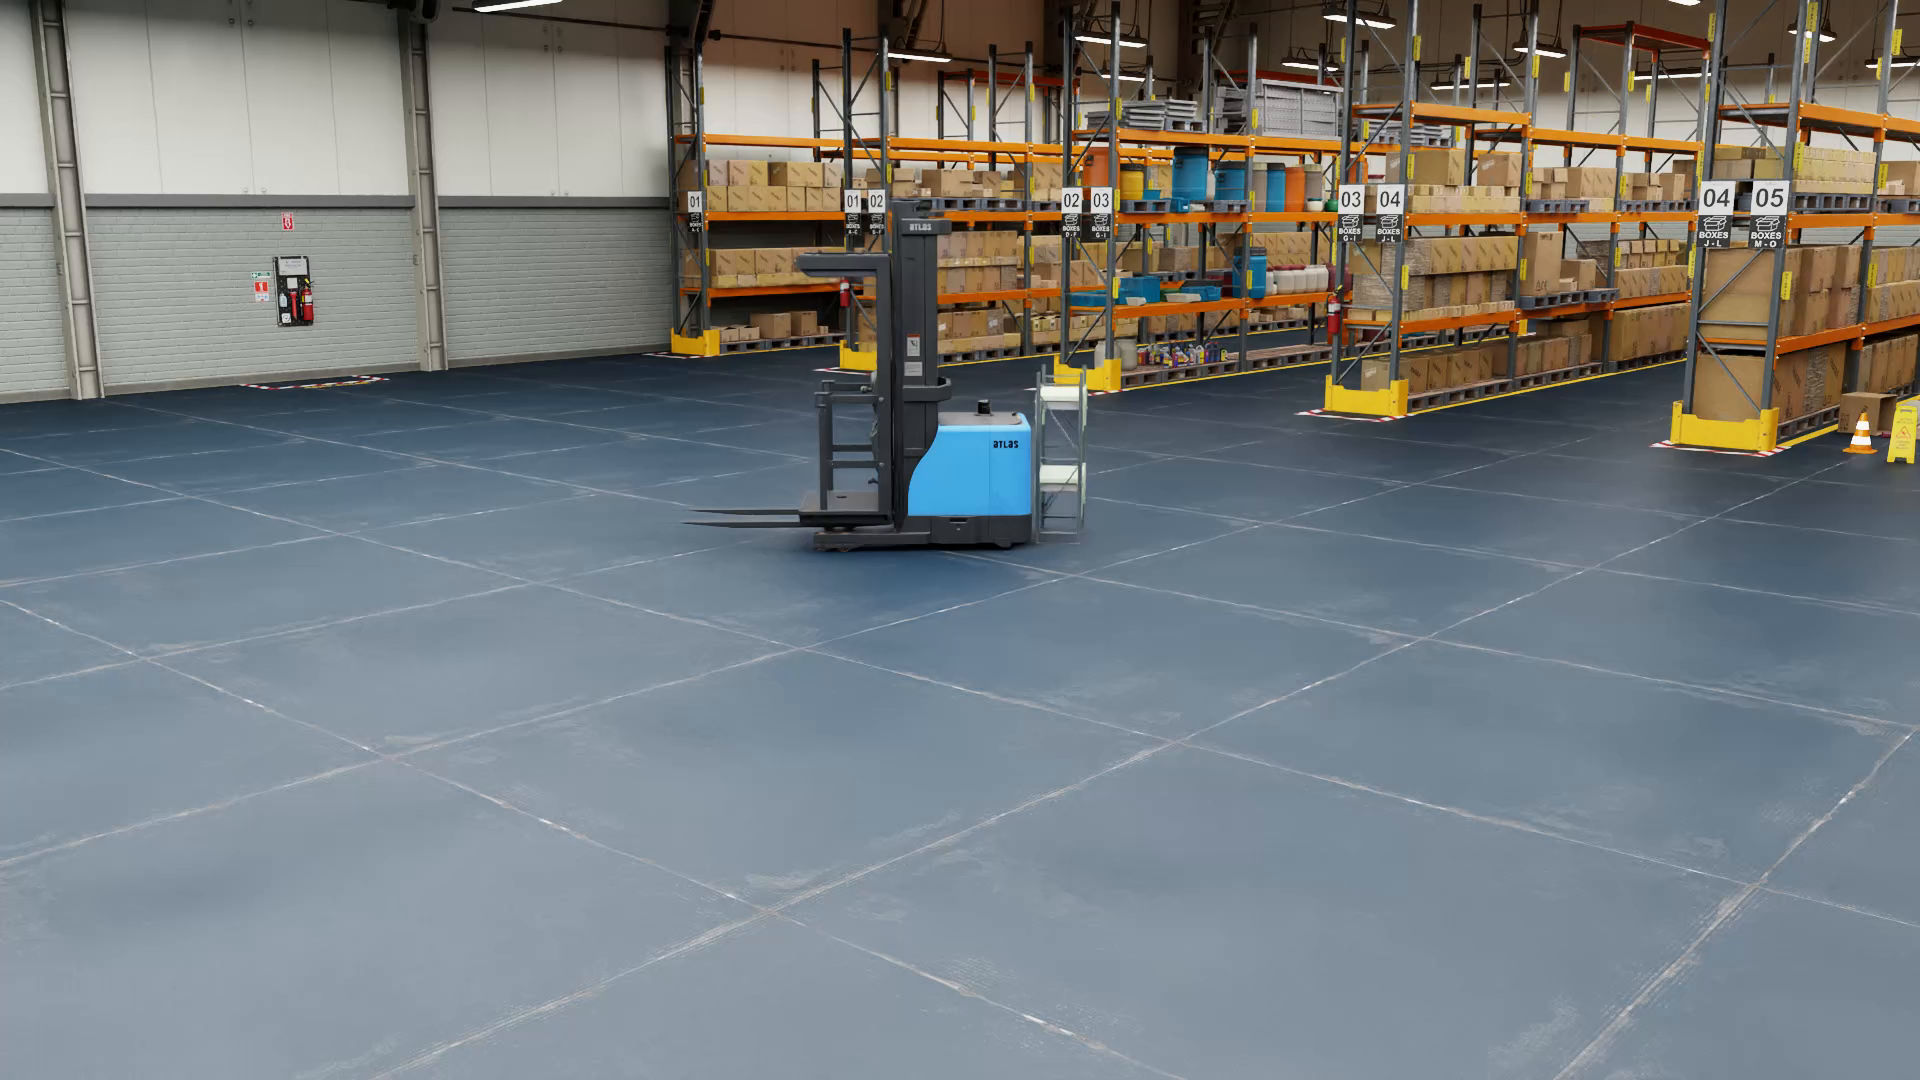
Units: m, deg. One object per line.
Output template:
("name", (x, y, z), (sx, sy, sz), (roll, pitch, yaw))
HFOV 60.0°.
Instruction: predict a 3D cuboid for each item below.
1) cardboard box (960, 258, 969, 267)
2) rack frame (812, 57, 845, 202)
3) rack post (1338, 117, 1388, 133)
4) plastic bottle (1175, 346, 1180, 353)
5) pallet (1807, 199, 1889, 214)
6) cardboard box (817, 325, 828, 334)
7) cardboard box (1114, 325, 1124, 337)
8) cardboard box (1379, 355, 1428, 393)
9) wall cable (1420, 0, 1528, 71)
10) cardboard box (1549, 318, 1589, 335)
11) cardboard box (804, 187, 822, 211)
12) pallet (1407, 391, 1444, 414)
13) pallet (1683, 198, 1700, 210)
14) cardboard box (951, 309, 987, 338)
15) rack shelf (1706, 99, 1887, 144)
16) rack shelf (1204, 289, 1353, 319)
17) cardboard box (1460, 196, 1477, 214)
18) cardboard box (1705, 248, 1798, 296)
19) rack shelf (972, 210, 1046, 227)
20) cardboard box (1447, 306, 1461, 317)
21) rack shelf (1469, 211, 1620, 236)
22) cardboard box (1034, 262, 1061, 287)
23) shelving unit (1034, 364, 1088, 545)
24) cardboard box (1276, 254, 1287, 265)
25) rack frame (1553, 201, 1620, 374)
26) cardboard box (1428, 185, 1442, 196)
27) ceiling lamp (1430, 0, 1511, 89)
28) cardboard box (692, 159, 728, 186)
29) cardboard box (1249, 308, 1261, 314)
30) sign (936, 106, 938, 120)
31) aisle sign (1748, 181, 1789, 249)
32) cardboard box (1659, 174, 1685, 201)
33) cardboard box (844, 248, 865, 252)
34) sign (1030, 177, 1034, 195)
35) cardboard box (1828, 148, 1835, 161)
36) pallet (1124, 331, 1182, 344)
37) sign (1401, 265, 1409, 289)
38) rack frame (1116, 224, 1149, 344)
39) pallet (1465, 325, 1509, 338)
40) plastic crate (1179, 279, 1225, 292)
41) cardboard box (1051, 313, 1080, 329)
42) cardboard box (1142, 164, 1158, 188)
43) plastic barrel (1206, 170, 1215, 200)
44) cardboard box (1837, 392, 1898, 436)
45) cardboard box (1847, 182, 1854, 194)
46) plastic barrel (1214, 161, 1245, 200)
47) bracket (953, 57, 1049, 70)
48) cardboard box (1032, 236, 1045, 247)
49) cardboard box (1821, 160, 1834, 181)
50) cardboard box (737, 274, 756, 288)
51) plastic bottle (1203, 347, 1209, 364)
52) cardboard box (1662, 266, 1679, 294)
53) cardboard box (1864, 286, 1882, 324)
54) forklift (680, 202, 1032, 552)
("cardboard box", (-0.051, -5.242, 31.386), (0.380, 0.149, 0.250), (10, 15, 42))
("rack frame", (-2.744, -8.750, 35.547), (1.000, 3.000, 0.127), (10, 15, 40))
("rack post", (7.786, -8.133, 32.648), (0.954, 0.300, 0.937), (10, 15, 40))
("plastic bottle", (3.848, -3.303, 29.435), (0.097, 0.271, 0.097), (0, 11, 0))
("pallet", (12.646, -4.749, 23.662), (0.805, 0.209, 1.217), (9, 14, 38))
("cardboard box", (-3.075, -4.552, 35.955), (0.380, 0.166, 0.250), (7, 14, 33))
("cardboard box", (3.118, -4.429, 35.178), (0.500, 0.250, 0.500), (10, 15, 40))
("cardboard box", (6.572, -2.461, 24.684), (0.500, 0.500, 0.500), (-7, 13, -33))
("wall cable", (13.536, -13.736, 43.931), (3.097, 2.526, 0.112), (10, 15, 40))
("cardboard box", (10.639, -3.731, 29.077), (0.500, 0.250, 0.500), (11, 15, 43))
("cardboard box", (-3.235, -7.159, 34.933), (0.500, 0.500, 0.500), (8, 14, 36))
("pallet", (6.391, -2.057, 24.473), (1.003, 0.211, 1.213), (10, 15, 40))
("pallet", (14.247, -6.611, 32.719), (1.003, 0.211, 1.213), (10, 15, 40))
("cardboard box", (0.172, -4.151, 31.871), (0.500, 0.500, 0.500), (10, 15, 40))
("rack shelf", (10.757, -5.330, 21.279), (1.077, 0.370, 4.000), (10, 15, 40))
("rack shelf", (6.018, -4.469, 31.265), (1.077, 0.370, 4.000), (10, 15, 40))
("cardboard box", (7.296, -4.960, 24.610), (0.500, 0.250, 0.500), (10, 15, 42))
("cardboard box", (9.711, -3.295, 20.411), (0.875, 0.550, 0.550), (10, 15, 40))
("rack shelf", (1.217, -7.809, 40.331), (1.077, 0.370, 4.000), (10, 15, 40))
("cardboard box", (7.208, -3.395, 24.691), (0.380, 0.149, 0.250), (10, 15, 40))
("rack shelf", (9.739, -5.300, 27.765), (1.077, 0.370, 4.000), (10, 15, 40))
("cardboard box", (1.846, -5.406, 33.864), (0.500, 0.500, 0.500), (-11, 16, -43))
("shelving unit", (0.896, -0.770, 14.738), (0.431, 1.500, 0.755), (1, 11, 6))
("cardboard box", (7.469, -6.583, 39.759), (0.500, 0.500, 0.500), (10, 15, 40))
("rack frame", (11.059, -4.476, 29.462), (1.000, 3.000, 0.127), (10, 15, 40))
("cardboard box", (6.685, -5.012, 23.853), (0.380, 0.149, 0.250), (11, 15, 43))
("ceiling lamp", (12.549, -12.809, 40.966), (2.000, 3.185, 0.800), (10, 15, 40))
("cardboard box", (-4.948, -7.265, 32.911), (0.500, 0.500, 0.500), (8, 14, 36))
("cardboard box", (6.918, -5.474, 40.200), (0.500, 0.311, 0.500), (10, 15, 40))
("sign", (-0.523, -9.946, 38.743), (0.100, 0.325, 0.005), (10, 15, 40))
("aisle sign", (9.616, -3.868, 19.783), (0.394, 0.787, 0.004), (10, 15, 40))
("cardboard box", (13.324, -6.704, 31.630), (0.700, 0.500, 0.500), (10, 15, 42))
("cardboard box", (-2.382, -6.144, 36.435), (0.700, 0.500, 0.500), (10, 15, 41))
("sign", (1.397, -6.860, 32.220), (0.100, 0.325, 0.005), (10, 15, 40))
("cardboard box", (10.736, -4.831, 20.861), (0.380, 0.149, 0.250), (10, 15, 40))
("pallet", (4.141, -4.495, 36.676), (1.003, 0.211, 1.213), (10, 15, 40))
("sign", (6.186, -3.653, 23.133), (0.100, 0.325, 0.005), (10, 15, 40))
("rack frame", (3.620, -5.757, 35.877), (1.000, 3.000, 0.127), (10, 15, 40))
("pallet", (12.046, -4.809, 38.252), (1.003, 0.211, 1.213), (10, 15, 40))
("plastic crate", (4.257, -4.437, 29.424), (0.767, 0.338, 0.504), (10, 15, 40))
("cardboard box", (2.115, -4.479, 33.994), (0.500, 0.311, 0.500), (9, 14, 38))
("cardboard box", (3.913, -7.831, 35.793), (0.500, 0.500, 0.500), (10, 15, 40))
("plastic barrel", (4.266, -6.221, 29.186), (0.421, 0.512, 0.421), (0, 11, 0))
("cardboard box", (11.824, -1.645, 21.667), (0.500, 0.500, 0.500), (-9, 14, -38))
("cardboard box", (11.407, -4.589, 21.687), (0.380, 0.149, 0.250), (10, 15, 41))
("plastic barrel", (4.871, -6.347, 29.894), (0.600, 0.901, 0.708), (10, 15, 40))
("bracket", (0.630, -11.419, 39.717), (0.076, 0.066, 4.783), (10, 15, 40))
("cardboard box", (1.739, -7.307, 40.657), (0.500, 0.250, 0.500), (10, 15, 41))
("cardboard box", (10.615, -4.628, 20.861), (0.500, 0.250, 0.500), (10, 15, 40))
("cardboard box", (-4.492, -5.265, 33.746), (0.500, 0.250, 0.500), (9, 15, 39))
("plastic bottle", (4.286, -3.222, 28.995), (0.133, 0.283, 0.061), (-11, 16, -44))
("cardboard box", (13.264, -4.937, 31.517), (0.500, 0.500, 0.500), (10, 15, 42))
("cardboard box", (12.627, -3.323, 23.434), (0.500, 0.500, 0.500), (10, 15, 41))
("forklift", (-0.906, -1.440, 14.439), (3.031, 2.935, 1.130), (0, 11, -1))
